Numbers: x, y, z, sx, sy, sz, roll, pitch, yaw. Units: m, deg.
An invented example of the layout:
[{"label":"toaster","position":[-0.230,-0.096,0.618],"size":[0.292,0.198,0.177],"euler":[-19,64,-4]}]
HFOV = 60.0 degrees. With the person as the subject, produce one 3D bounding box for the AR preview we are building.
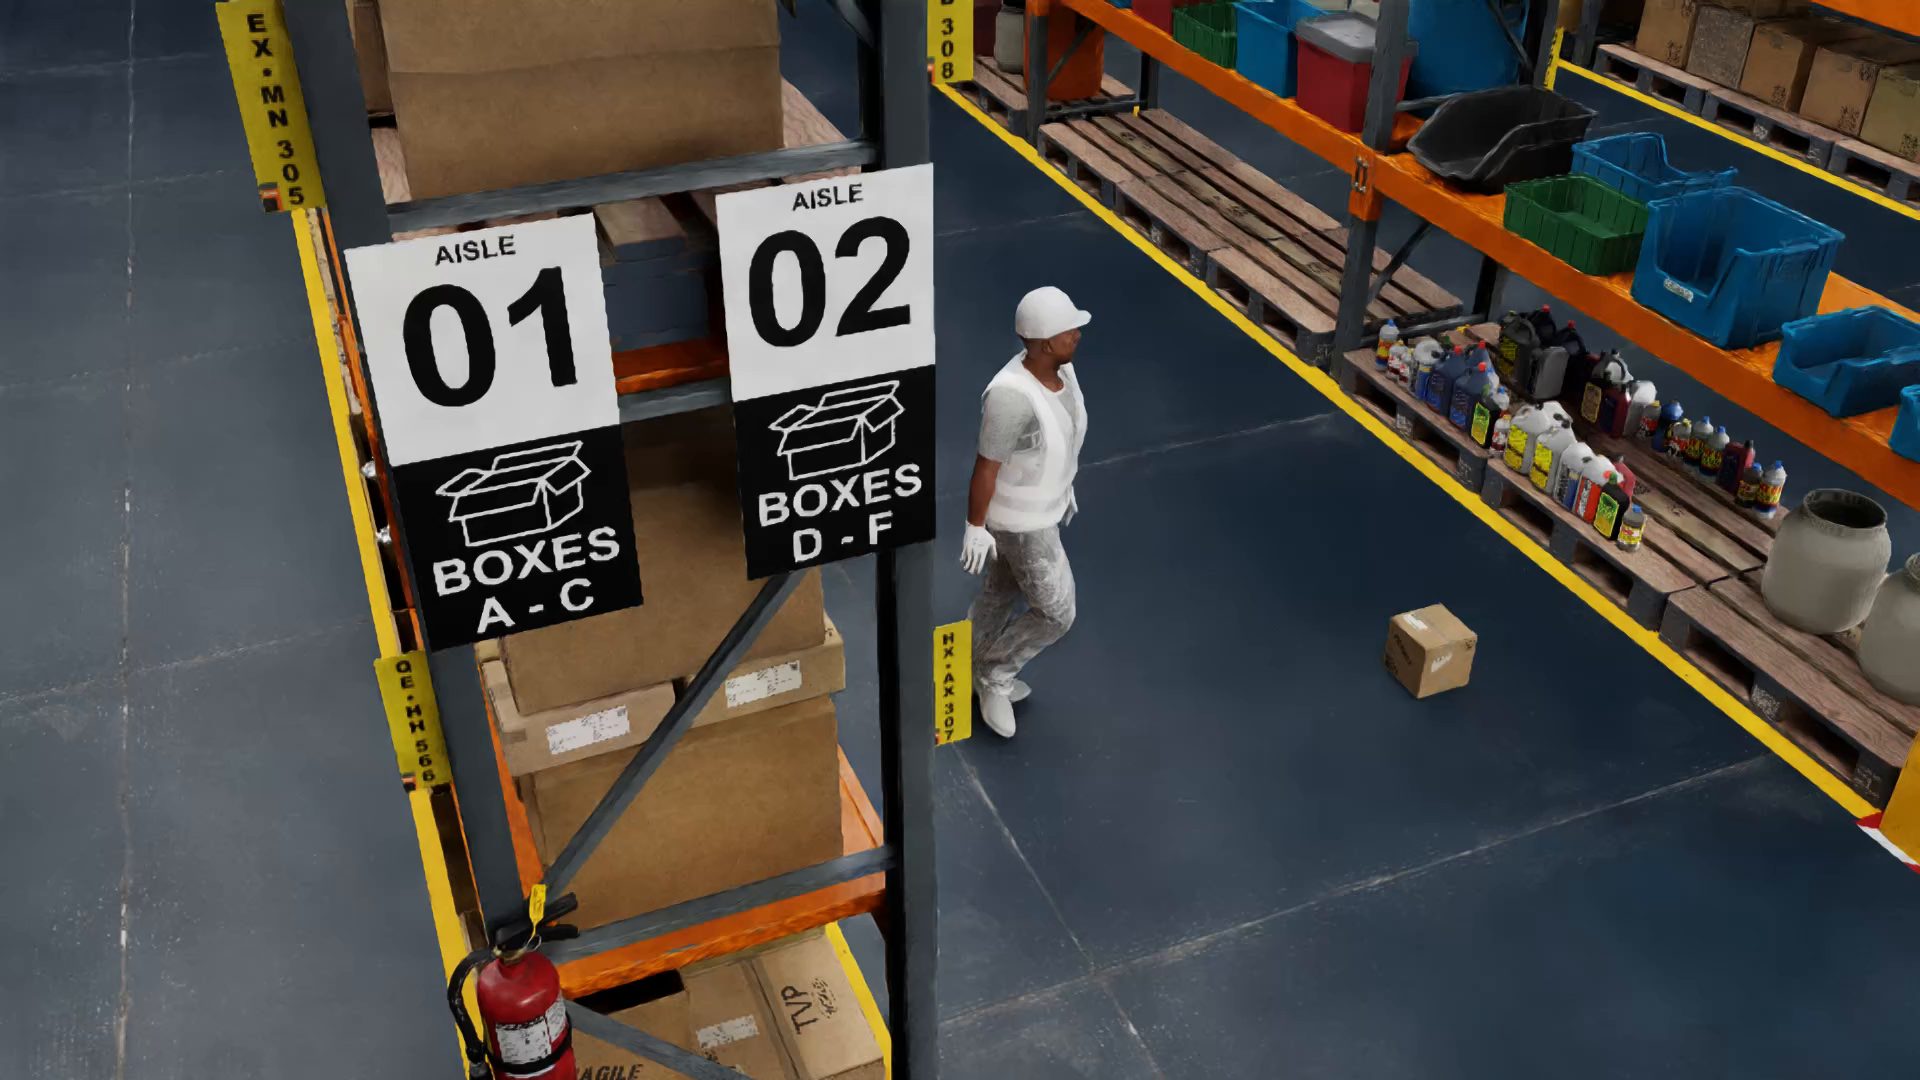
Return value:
[{"label":"person","position":[0.233,-0.117,6.253],"size":[0.503,1.765,0.635],"euler":[9,34,13]}]
